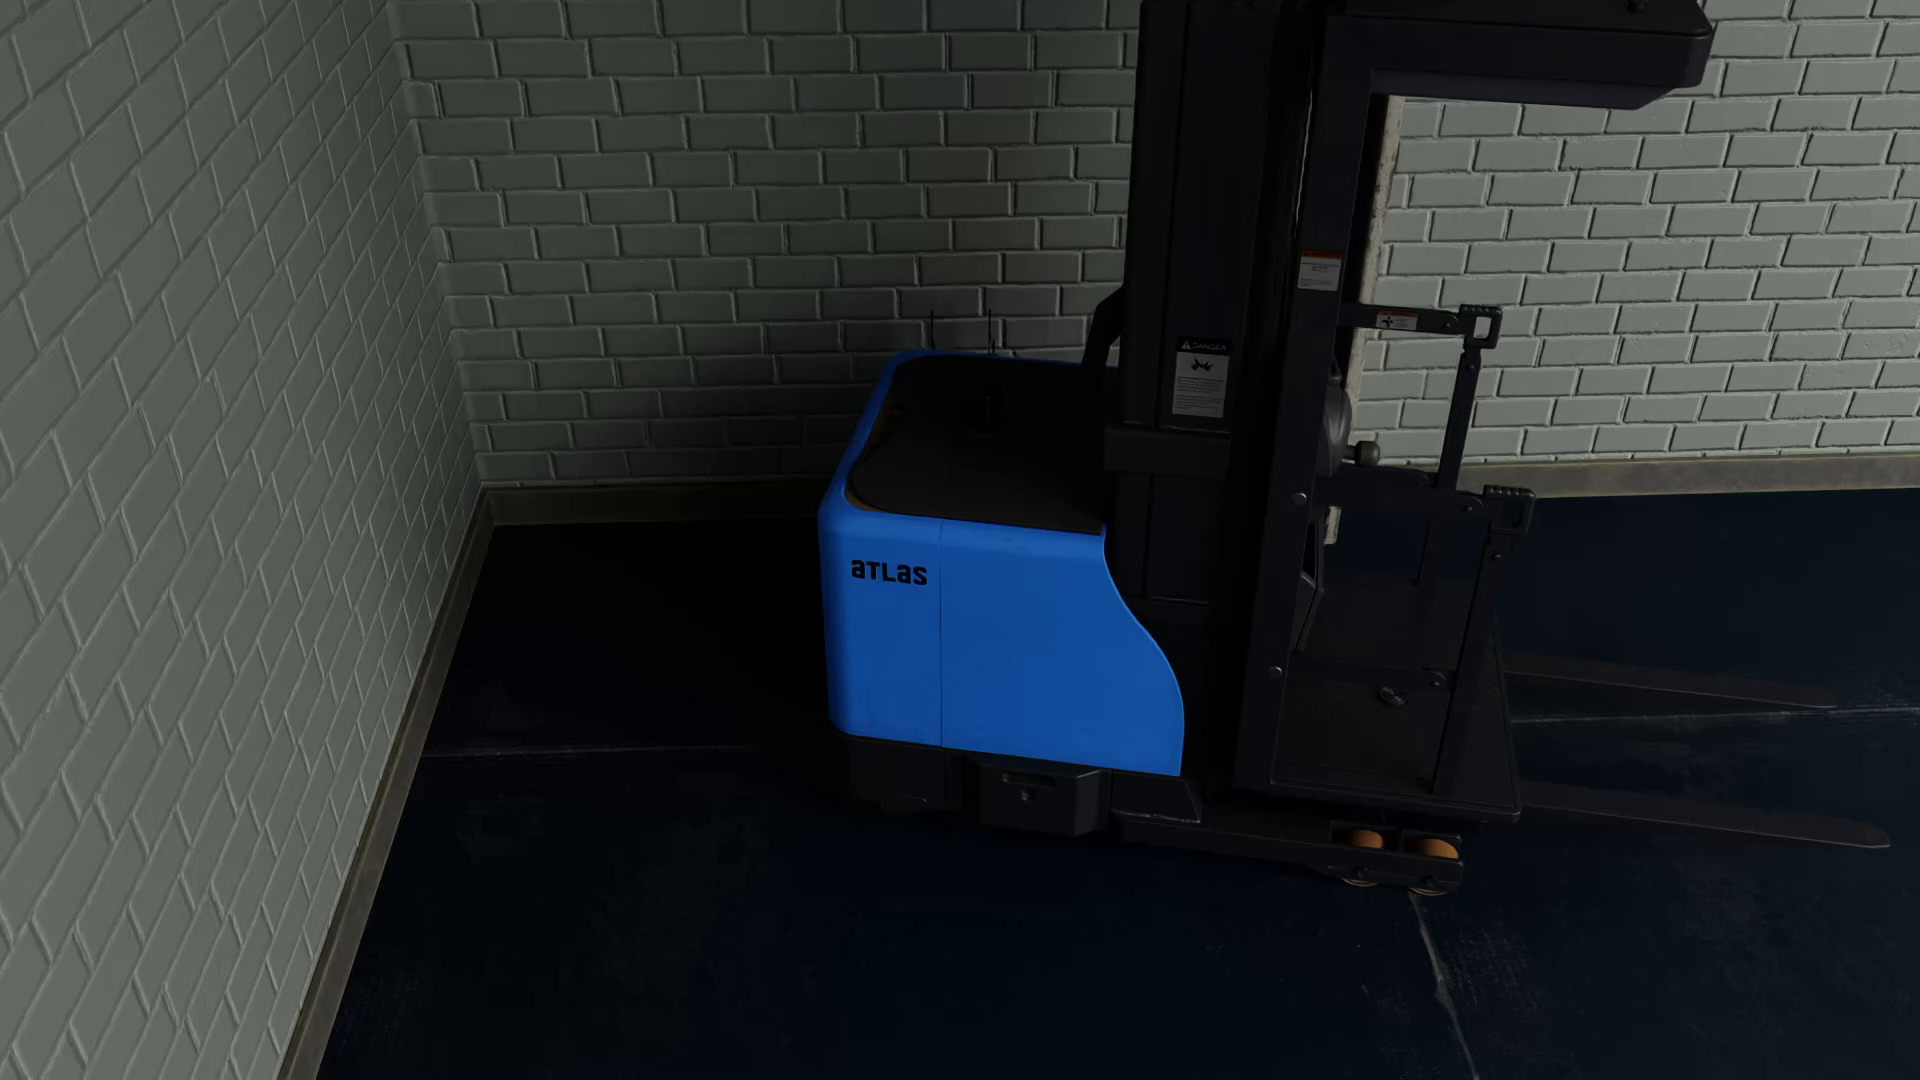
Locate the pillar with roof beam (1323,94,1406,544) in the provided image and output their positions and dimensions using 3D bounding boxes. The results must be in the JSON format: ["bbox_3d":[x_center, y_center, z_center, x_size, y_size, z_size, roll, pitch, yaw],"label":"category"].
[{"bbox_3d":[1.408,-1.322,0.253,0.400,9.000,9.100,-2,35,-2],"label":"pillar with roof beam"}]

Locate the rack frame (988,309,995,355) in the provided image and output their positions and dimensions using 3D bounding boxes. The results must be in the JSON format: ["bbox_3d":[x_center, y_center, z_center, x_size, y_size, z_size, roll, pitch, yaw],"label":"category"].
[{"bbox_3d":[0.110,-0.373,5.998,0.006,0.900,0.240,-2,35,-2],"label":"rack frame"}]

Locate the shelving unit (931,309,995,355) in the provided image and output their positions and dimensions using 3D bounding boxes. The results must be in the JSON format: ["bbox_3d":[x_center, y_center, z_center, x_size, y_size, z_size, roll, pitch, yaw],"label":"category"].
[{"bbox_3d":[0.008,-0.370,5.994,0.210,0.900,0.258,-2,35,-2],"label":"shelving unit"}]

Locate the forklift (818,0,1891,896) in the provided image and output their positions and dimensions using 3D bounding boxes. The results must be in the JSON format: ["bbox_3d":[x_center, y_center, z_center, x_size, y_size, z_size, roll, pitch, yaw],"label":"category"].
[{"bbox_3d":[1.165,-0.514,4.417,3.031,2.935,1.130,6,35,9],"label":"forklift"}]

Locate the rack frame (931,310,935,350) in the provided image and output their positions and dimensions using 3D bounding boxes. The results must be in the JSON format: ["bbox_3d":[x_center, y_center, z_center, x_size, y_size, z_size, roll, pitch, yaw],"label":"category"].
[{"bbox_3d":[-0.093,-0.367,5.990,0.006,0.900,0.240,-2,35,-2],"label":"rack frame"}]
